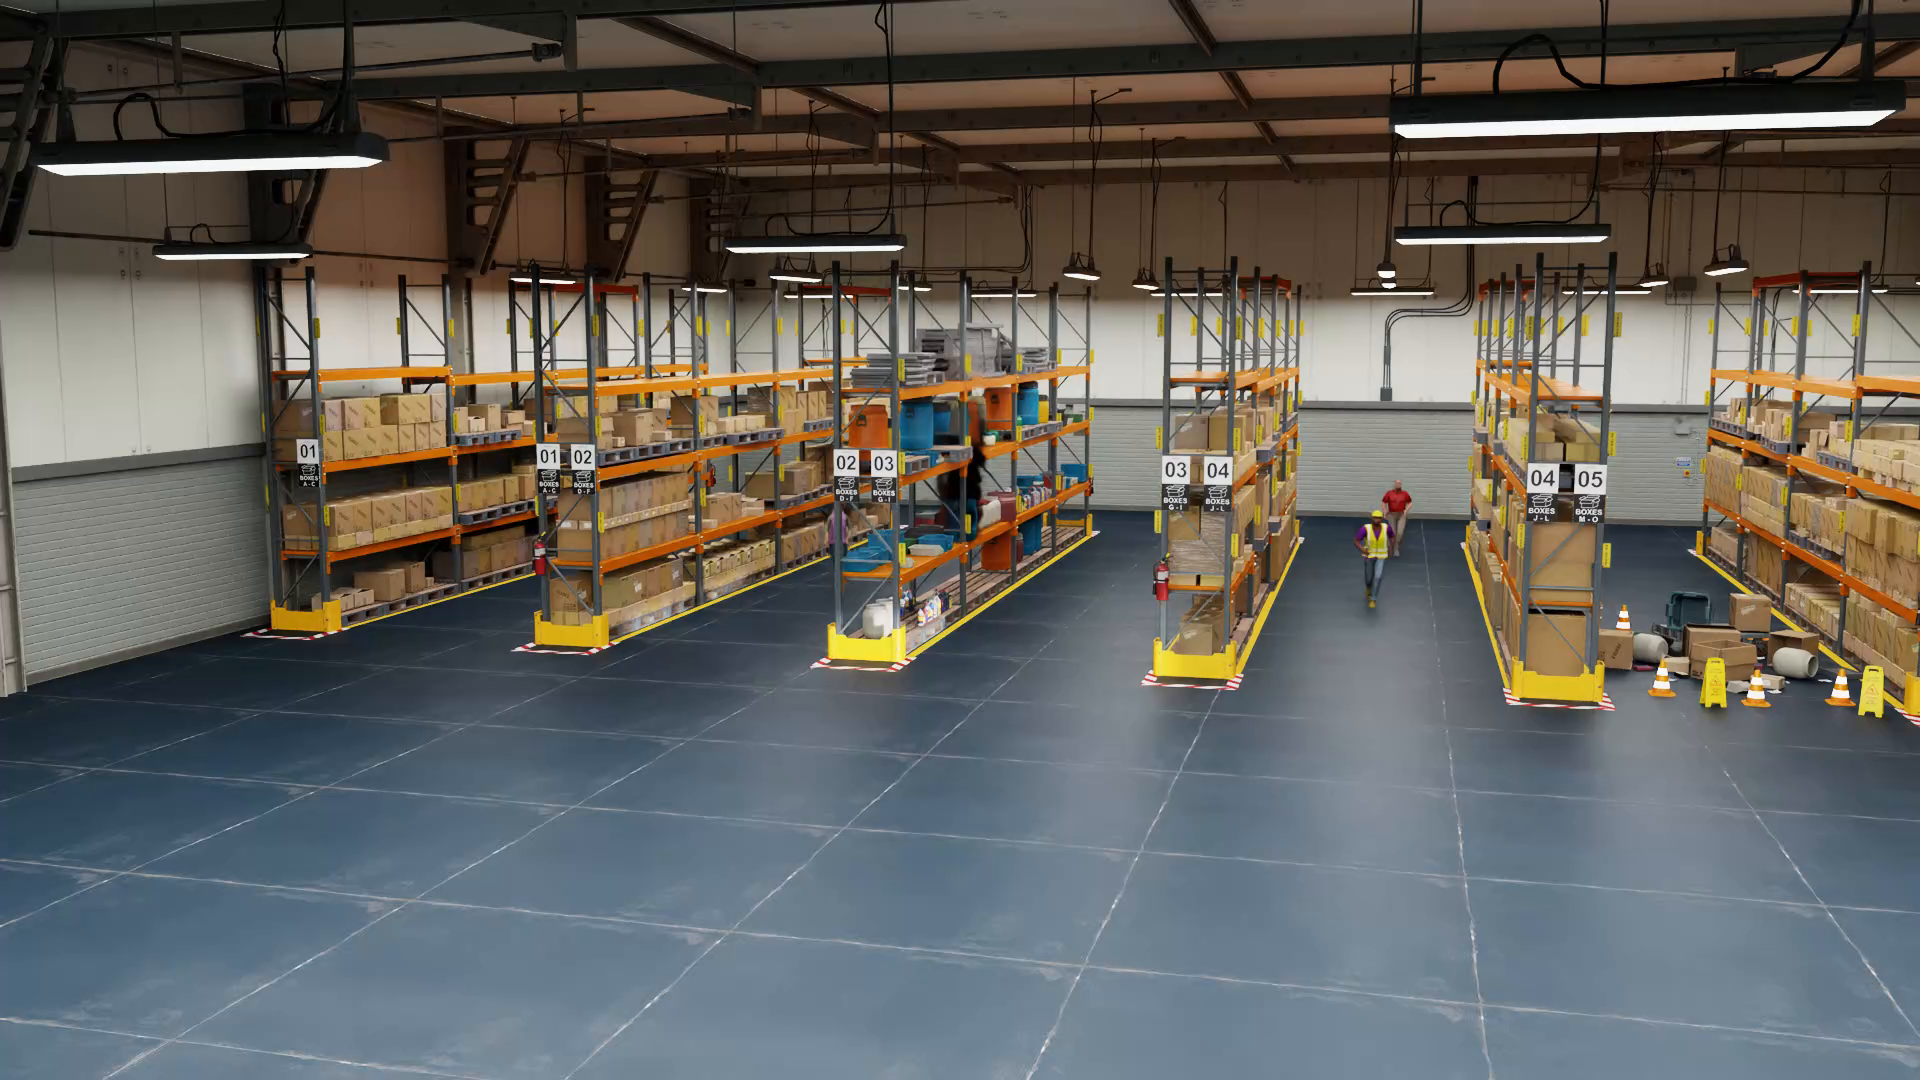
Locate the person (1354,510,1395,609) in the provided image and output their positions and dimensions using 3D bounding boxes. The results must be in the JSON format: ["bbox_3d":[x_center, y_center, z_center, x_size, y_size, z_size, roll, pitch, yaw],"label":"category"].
[{"bbox_3d":[7.520,0.318,30.171,0.725,1.755,0.965,1,7,9],"label":"person"}]

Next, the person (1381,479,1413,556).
[{"bbox_3d":[9.717,-0.507,36.986,0.672,1.687,0.598,1,7,10],"label":"person"}]

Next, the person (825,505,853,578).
[{"bbox_3d":[-2.234,0.064,30.644,0.522,1.564,0.521,0,7,-2],"label":"person"}]
